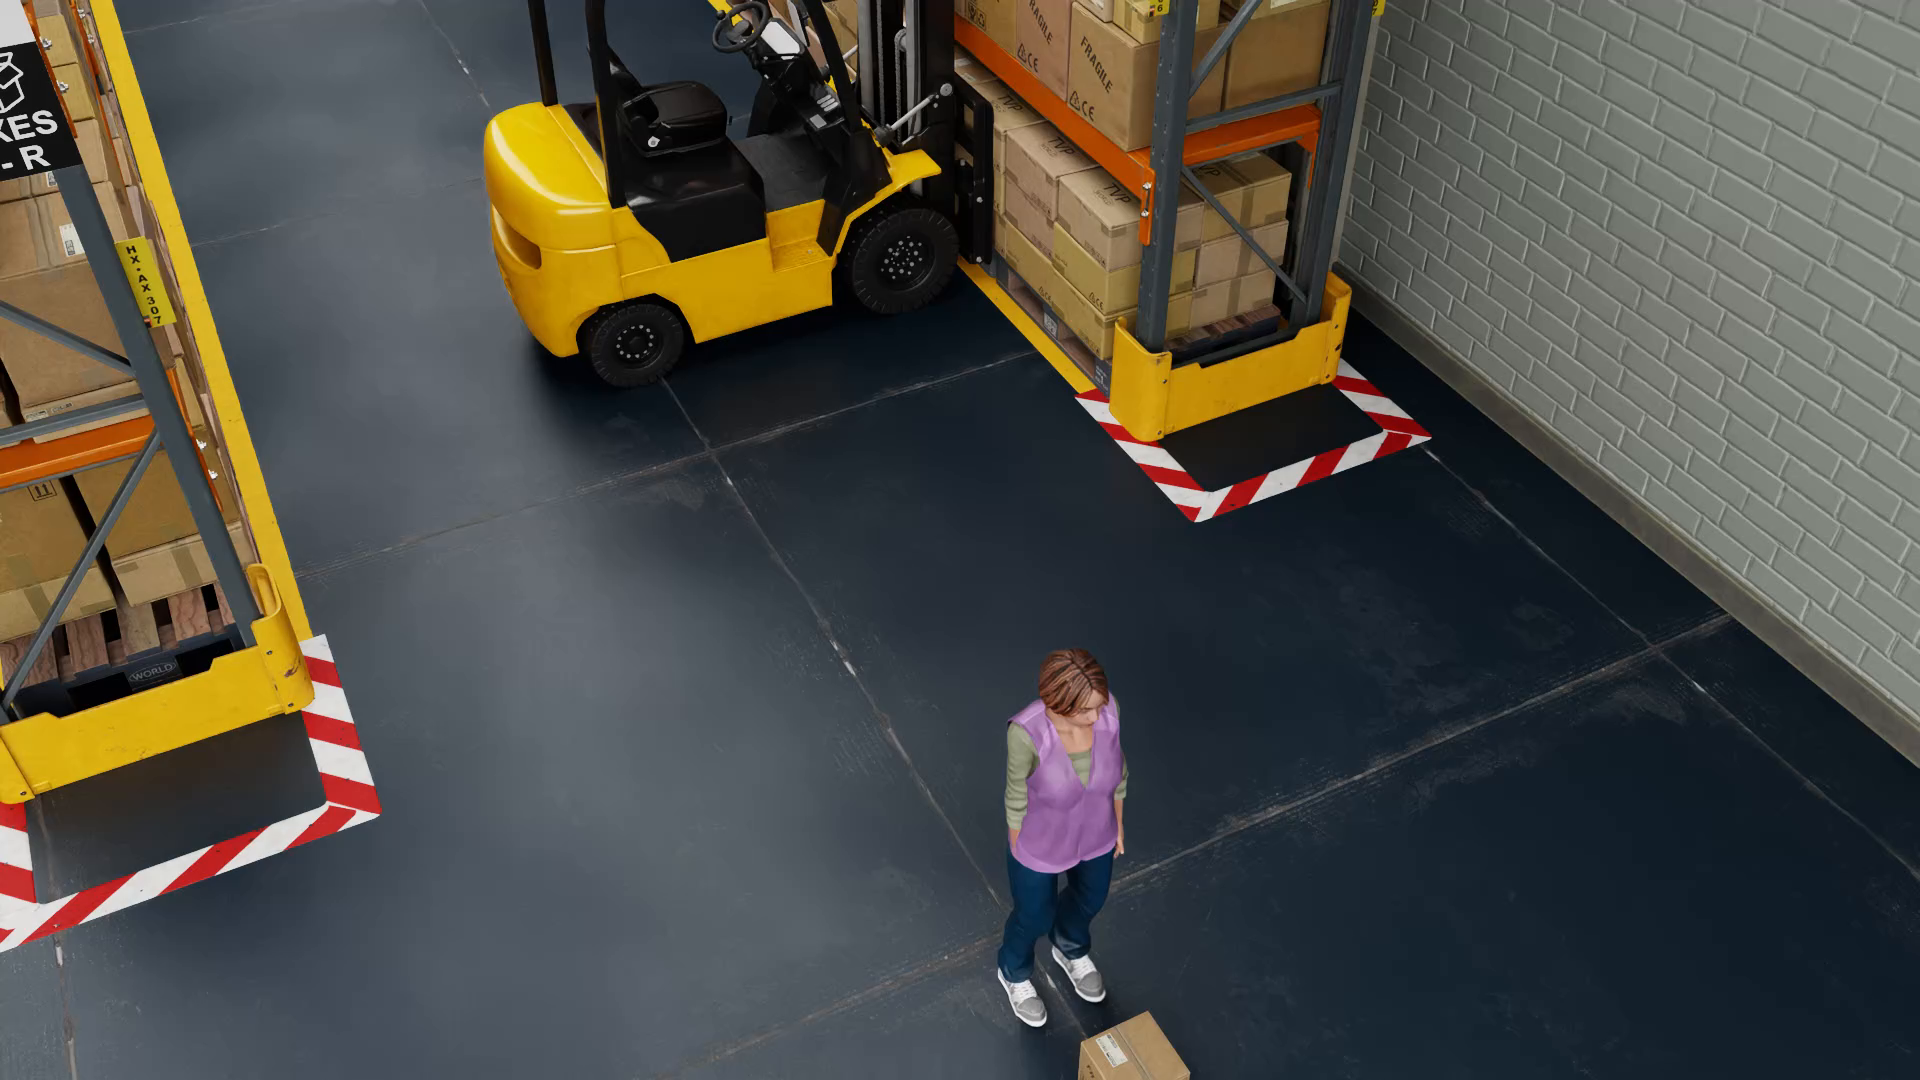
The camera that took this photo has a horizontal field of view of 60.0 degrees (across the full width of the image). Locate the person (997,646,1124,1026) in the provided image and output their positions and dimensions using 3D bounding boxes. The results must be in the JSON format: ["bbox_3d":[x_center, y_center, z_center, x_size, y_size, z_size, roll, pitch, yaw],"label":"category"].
[{"bbox_3d":[0.326,0.915,5.151,0.391,1.593,0.304,-18,45,-19],"label":"person"}]
